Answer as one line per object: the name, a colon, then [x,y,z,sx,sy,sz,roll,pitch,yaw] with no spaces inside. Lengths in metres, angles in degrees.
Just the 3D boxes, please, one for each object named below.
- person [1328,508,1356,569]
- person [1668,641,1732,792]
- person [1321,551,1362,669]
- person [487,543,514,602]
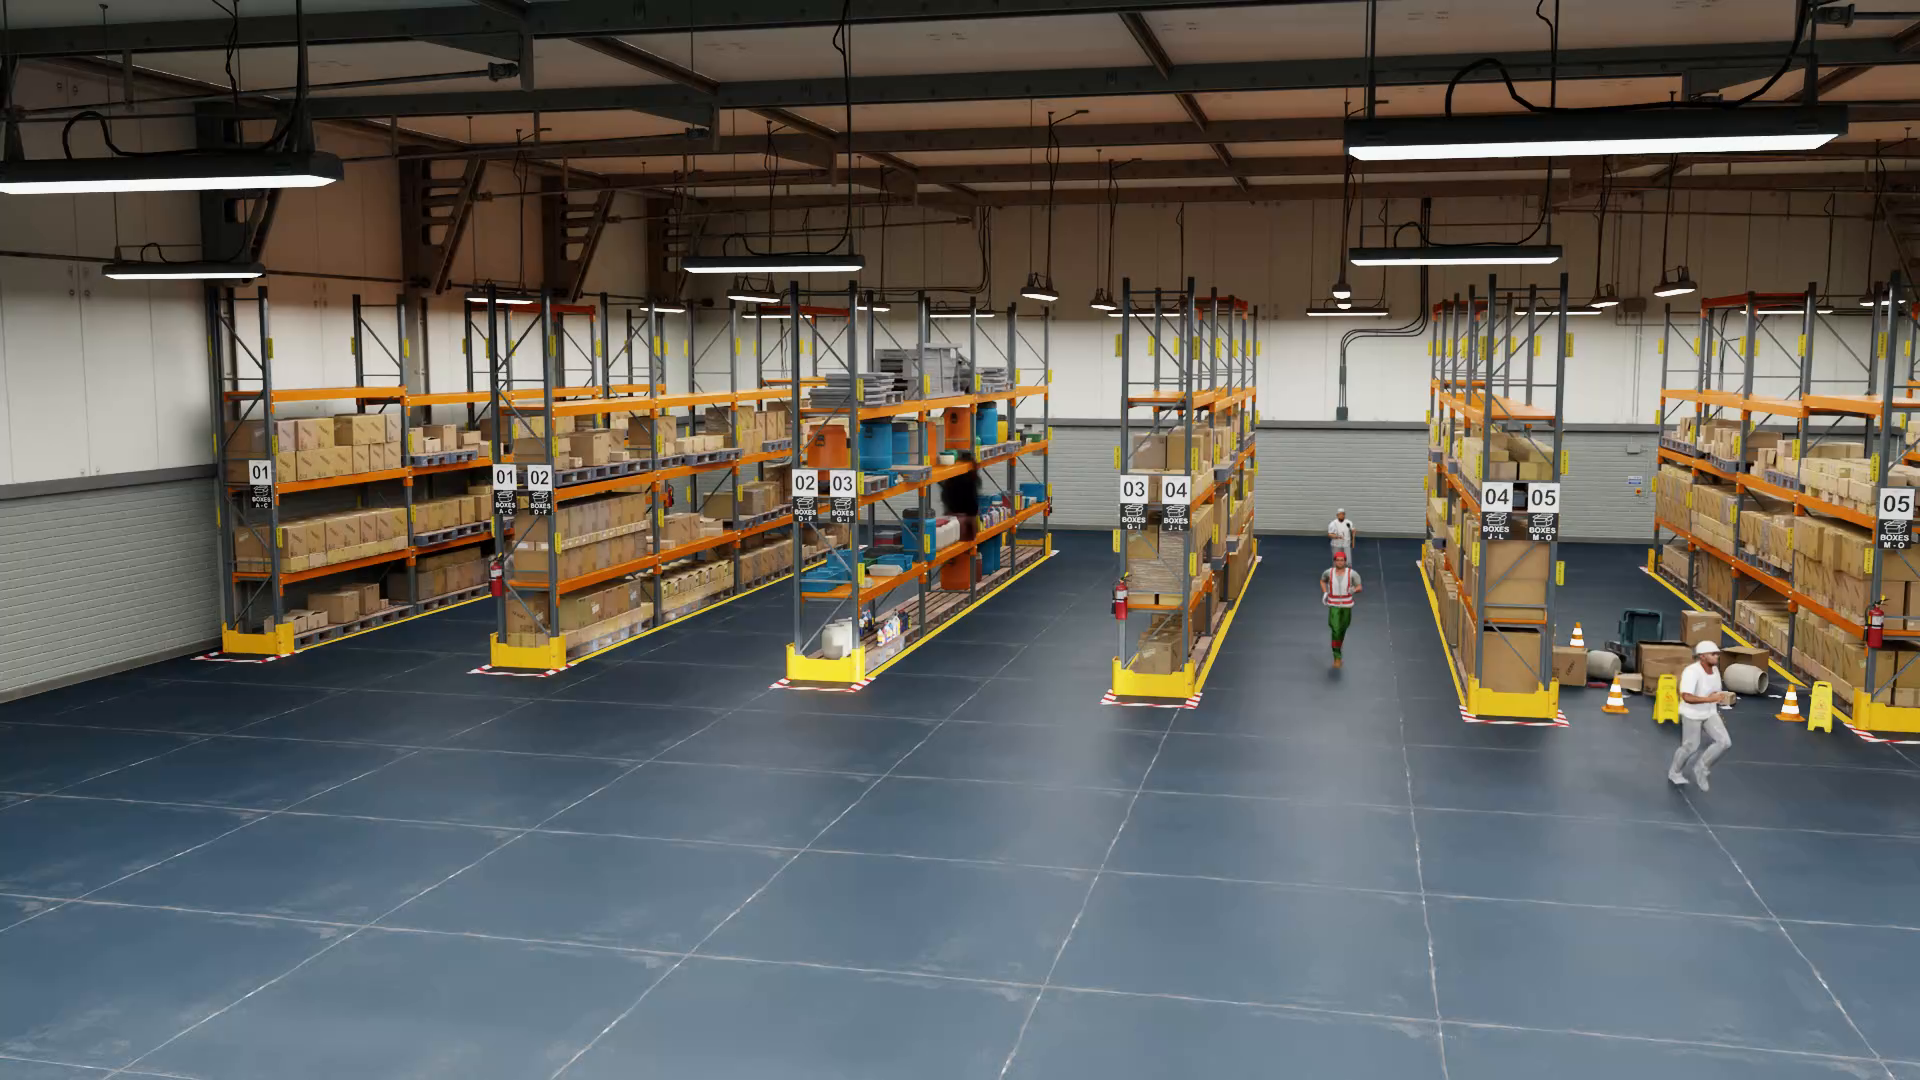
person: [8.045,0.155,35.073,0.571,1.644,0.648,1,7,5]
person: [8.360,1.978,18.749,0.735,1.735,0.794,-3,7,-27]
person: [6.063,1.077,26.431,0.629,1.817,0.907,1,7,6]
person: [-8.105,0.824,29.474,0.504,1.638,0.711,0,7,1]
